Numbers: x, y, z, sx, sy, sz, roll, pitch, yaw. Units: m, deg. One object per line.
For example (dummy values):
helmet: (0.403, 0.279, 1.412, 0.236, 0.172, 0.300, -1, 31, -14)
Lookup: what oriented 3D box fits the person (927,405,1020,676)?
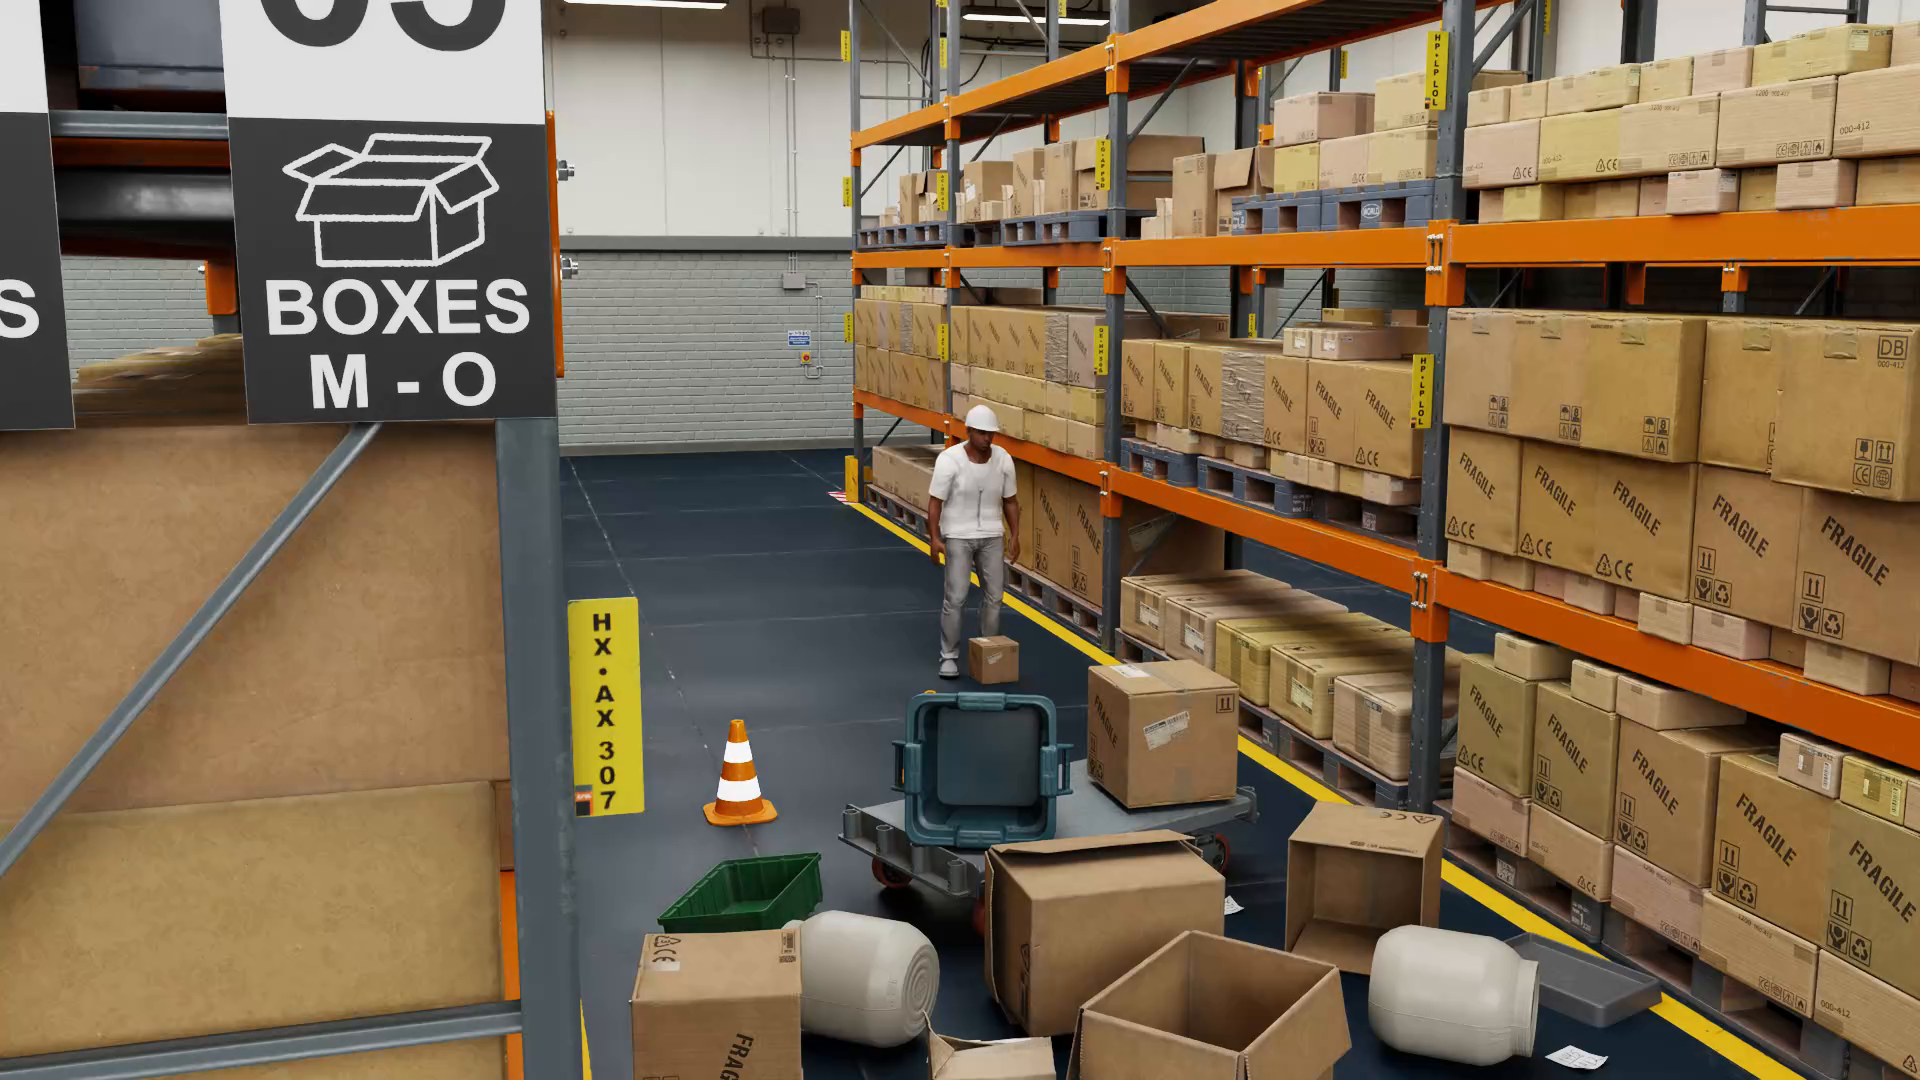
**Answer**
person: (0.098, 0.000, 10.828, 0.628, 1.757, 0.458, -3, 10, -18)
